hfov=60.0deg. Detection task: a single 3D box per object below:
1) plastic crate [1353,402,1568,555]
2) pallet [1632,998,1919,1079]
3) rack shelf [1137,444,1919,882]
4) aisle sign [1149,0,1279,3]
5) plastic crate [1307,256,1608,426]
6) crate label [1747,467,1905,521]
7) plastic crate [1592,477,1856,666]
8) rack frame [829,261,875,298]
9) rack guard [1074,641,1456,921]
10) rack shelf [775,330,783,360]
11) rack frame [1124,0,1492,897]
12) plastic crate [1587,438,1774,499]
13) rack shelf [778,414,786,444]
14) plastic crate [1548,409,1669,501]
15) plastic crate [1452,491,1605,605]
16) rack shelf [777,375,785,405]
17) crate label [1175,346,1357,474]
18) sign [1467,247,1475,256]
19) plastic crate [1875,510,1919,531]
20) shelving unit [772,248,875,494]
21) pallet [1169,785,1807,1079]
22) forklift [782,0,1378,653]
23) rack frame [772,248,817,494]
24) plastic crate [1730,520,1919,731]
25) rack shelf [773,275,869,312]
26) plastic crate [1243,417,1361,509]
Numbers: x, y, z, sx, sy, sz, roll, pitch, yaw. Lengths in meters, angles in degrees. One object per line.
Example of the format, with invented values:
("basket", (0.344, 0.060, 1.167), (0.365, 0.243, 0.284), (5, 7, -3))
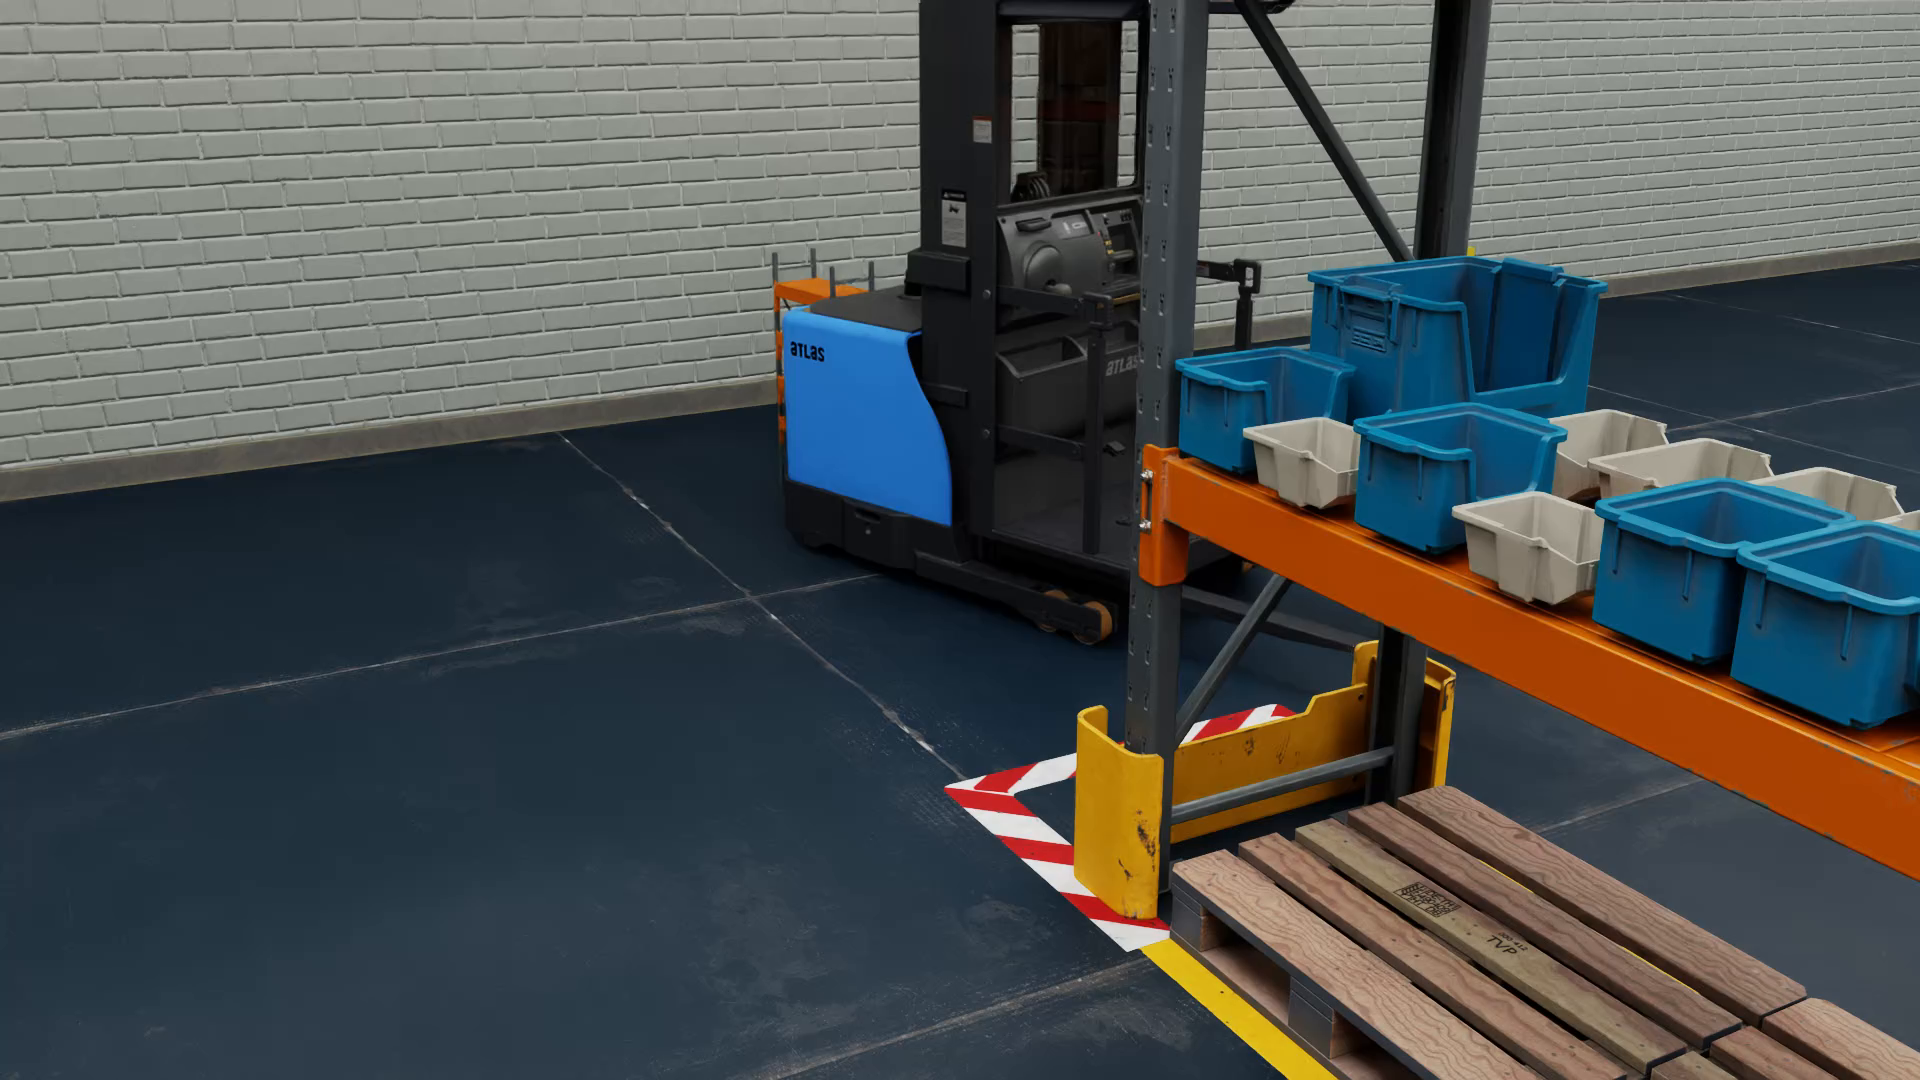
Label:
("plastic crate", (1.065, -0.133, 3.583), (0.416, 0.233, 0.300), (-10, 21, -27))
("pallet", (1.858, 1.416, 3.204), (1.003, 0.211, 1.213), (-10, 21, -27))
("rack shelf", (1.875, 0.420, 2.920), (1.077, 0.370, 4.000), (-10, 21, -27))
("aisle sign", (0.629, -1.698, 3.969), (0.394, 0.787, 0.004), (-10, 21, -27))
("plastic crate", (1.248, -0.473, 4.256), (0.616, 0.435, 0.499), (-10, 21, -27))
("crate label", (1.750, -0.031, 3.434), (0.396, 0.136, 0.243), (-10, 21, -27))
("plastic crate", (1.378, 0.056, 3.035), (0.416, 0.233, 0.300), (-10, 21, -27))
("rack frame", (-0.496, -0.699, 7.817), (0.240, 1.200, 0.015), (-14, 24, -36))
("rack guard", (0.902, 0.682, 4.888), (1.175, 0.500, 0.348), (-10, 21, -27))
("rack shelf", (-0.646, -0.909, 7.948), (0.258, 0.148, 0.480), (-14, 24, -36))
("rack frame", (0.925, -0.495, 4.466), (1.000, 3.000, 0.127), (-10, 21, -27))
("plastic crate", (1.597, -0.107, 3.655), (0.396, 0.136, 0.243), (-10, 21, -27))
("rack shelf", (-0.646, -0.510, 8.085), (0.258, 0.148, 0.480), (-14, 24, -36))
("plastic crate", (1.472, -0.192, 3.902), (0.396, 0.136, 0.243), (-10, 21, -27))
("plastic crate", (1.154, 0.023, 3.278), (0.250, 0.136, 0.298), (-10, 21, -27))
("rack shelf", (-0.646, -0.698, 8.021), (0.258, 0.148, 0.480), (-14, 24, -36))
("crate label", (0.753, -0.322, 4.131), (0.416, 0.233, 0.303), (-10, 21, -27))
("sign", (1.401, -0.662, 4.700), (0.100, 0.325, 0.005), (-10, 21, -27))
("plastic crate", (1.907, 0.051, 3.196), (0.298, 0.136, 0.250), (-10, 21, -27))
("shelving unit", (-0.646, -0.761, 7.999), (0.258, 1.200, 0.503), (-14, 24, -36))
("pallet", (1.282, 1.066, 4.218), (1.003, 0.211, 1.213), (-10, 21, -27))
("forklift", (0.637, -1.171, 6.532), (3.031, 2.935, 1.130), (16, 25, 39))
("rack frame", (-0.797, -0.824, 8.180), (0.240, 1.200, 0.015), (-14, 24, -36))
("plastic crate", (1.520, 0.142, 2.786), (0.416, 0.233, 0.300), (-10, 21, -27))
("rack shelf", (-0.646, -1.133, 7.871), (0.258, 0.148, 0.480), (-14, 24, -36))
("plastic crate", (0.832, -0.172, 3.842), (0.250, 0.136, 0.298), (-10, 21, -27))
